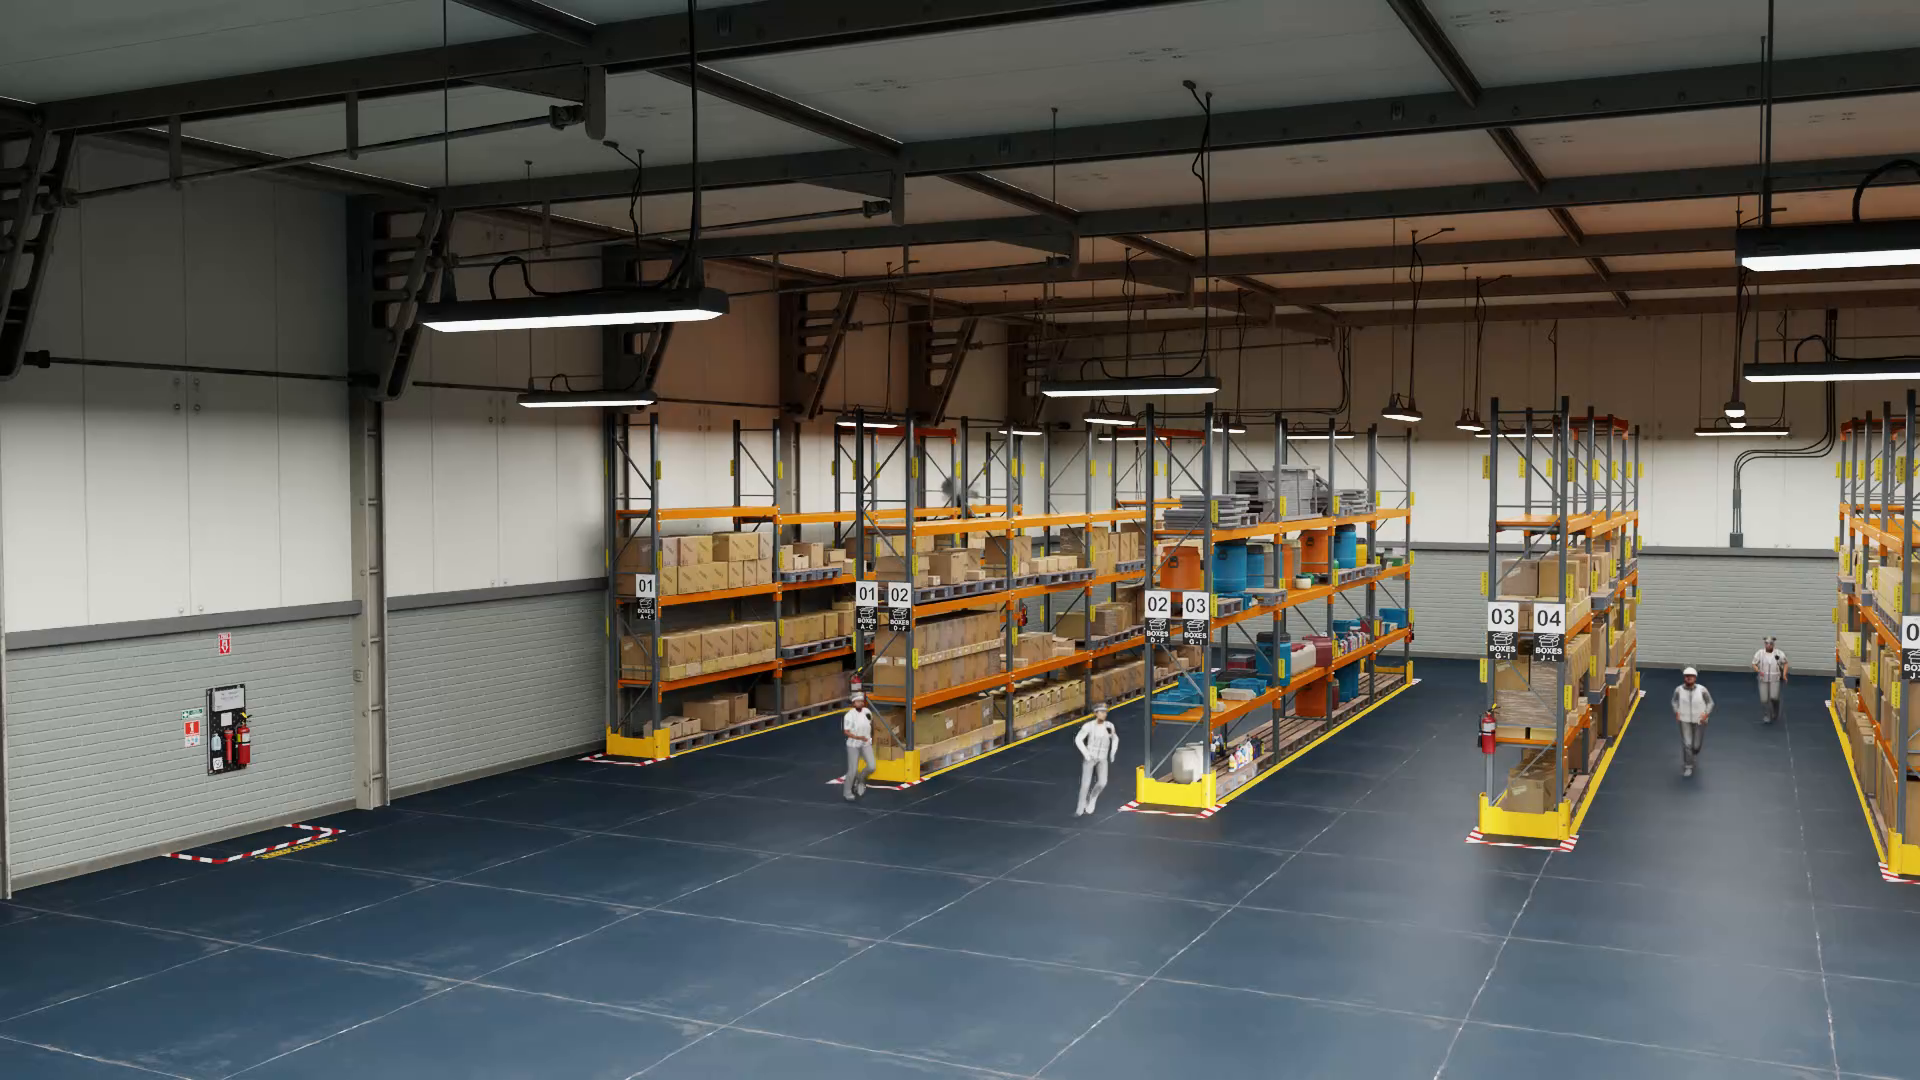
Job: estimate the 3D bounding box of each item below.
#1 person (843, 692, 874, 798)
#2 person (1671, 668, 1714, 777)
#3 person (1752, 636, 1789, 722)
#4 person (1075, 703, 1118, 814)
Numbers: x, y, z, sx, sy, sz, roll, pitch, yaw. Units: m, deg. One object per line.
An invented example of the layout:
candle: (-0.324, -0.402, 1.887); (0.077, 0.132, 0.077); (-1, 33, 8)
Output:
person: (-1.492, 3.105, 25.144); (0.596, 1.653, 0.755); (-1, 3, -28)
person: (12.079, 2.982, 27.438); (0.656, 1.775, 0.711); (1, 3, 26)
person: (15.988, 2.754, 32.829); (0.647, 1.731, 0.661); (1, 3, 28)
person: (2.000, 3.167, 24.074); (0.676, 1.635, 0.552); (0, 2, -7)
